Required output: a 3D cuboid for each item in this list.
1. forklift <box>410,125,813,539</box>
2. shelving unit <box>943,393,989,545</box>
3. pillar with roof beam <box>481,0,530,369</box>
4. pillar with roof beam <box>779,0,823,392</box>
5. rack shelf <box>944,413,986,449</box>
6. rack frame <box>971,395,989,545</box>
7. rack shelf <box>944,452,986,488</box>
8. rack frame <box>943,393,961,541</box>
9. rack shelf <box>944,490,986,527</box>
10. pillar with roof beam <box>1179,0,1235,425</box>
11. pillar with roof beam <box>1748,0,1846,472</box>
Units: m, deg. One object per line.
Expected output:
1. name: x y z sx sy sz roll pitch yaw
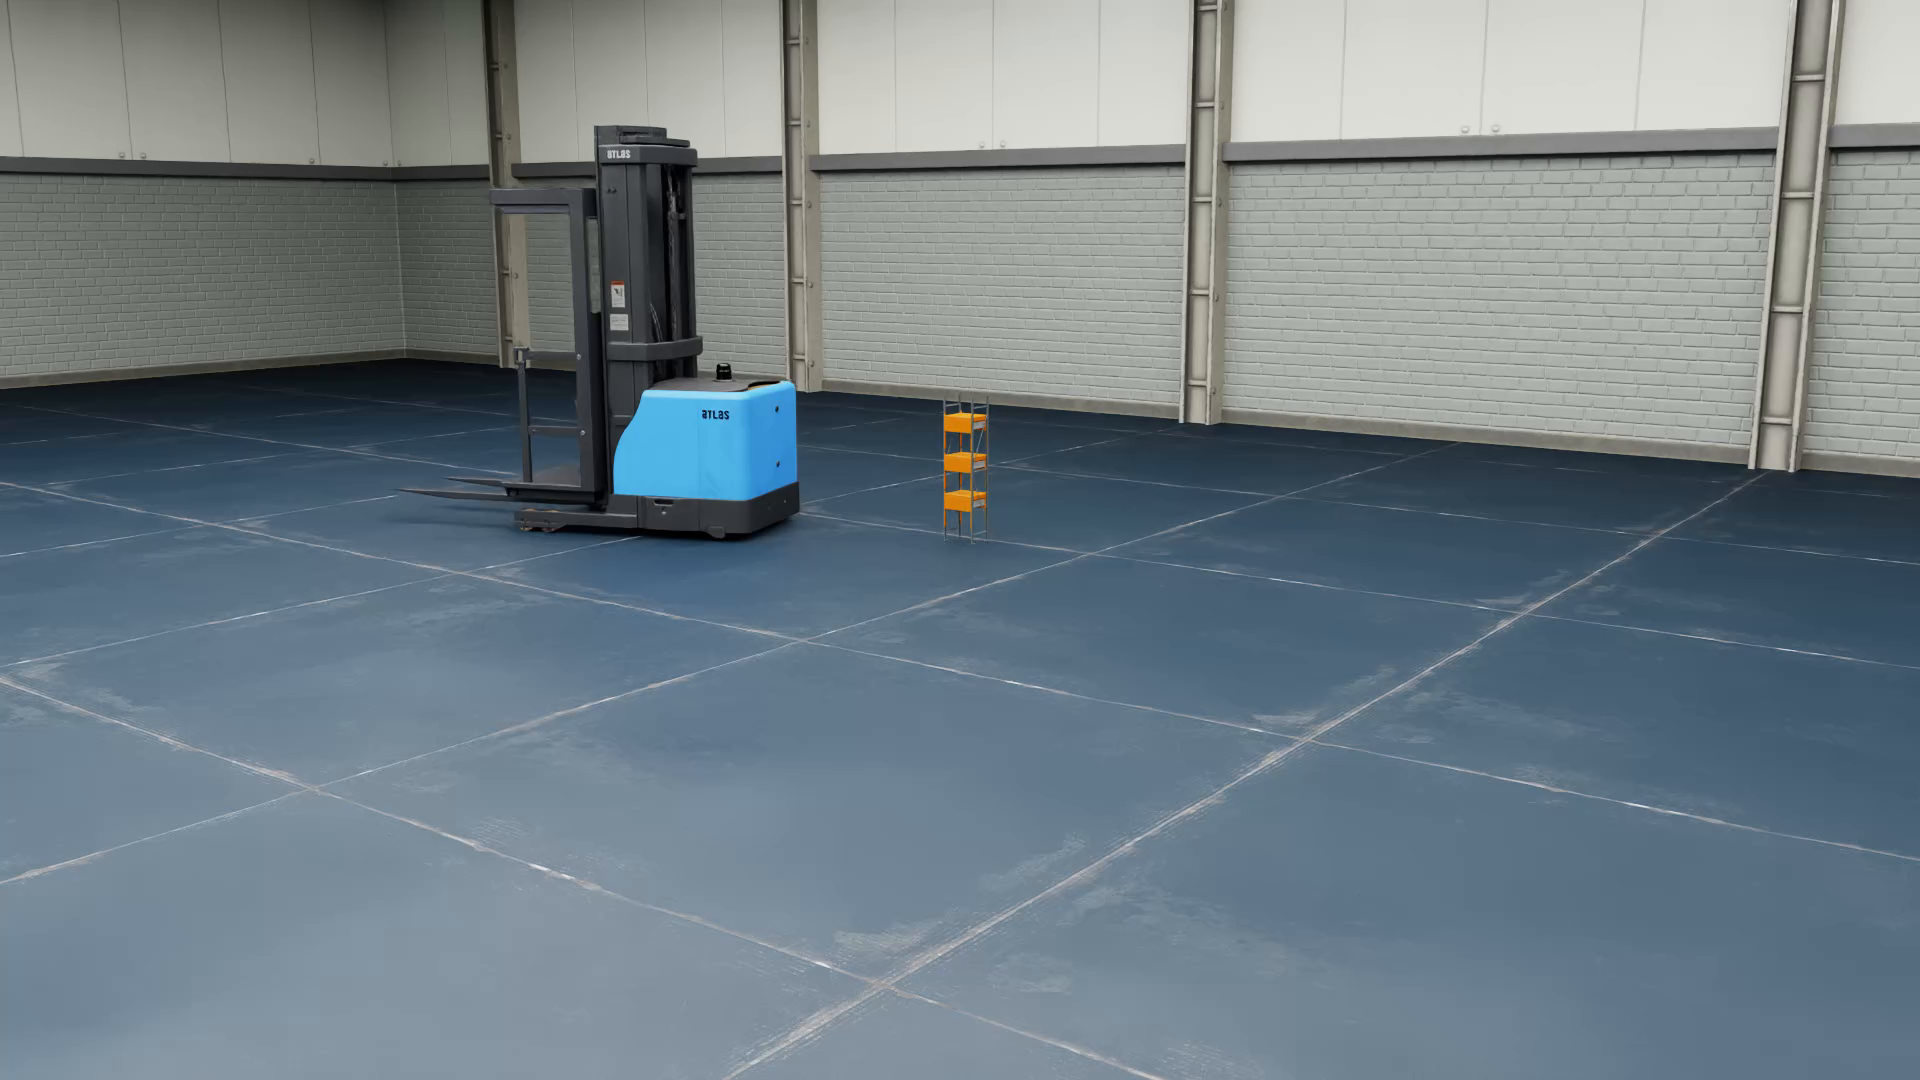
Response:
1. forklift: -2.703 -1.582 12.488 3.031 2.935 1.130 3 11 17
2. shelving unit: 0.043 -0.509 11.899 0.252 1.050 0.215 8 13 36
3. pillar with roof beam: -9.478 -6.449 21.673 0.400 9.000 9.100 8 13 36
4. pillar with roof beam: -4.642 -5.775 18.186 0.400 9.000 9.100 8 13 36
5. rack shelf: 0.043 -0.778 11.847 0.240 0.259 0.215 8 13 36
6. rack frame: 0.141 -0.496 11.828 0.008 1.050 0.200 8 13 36
7. rack shelf: 0.043 -0.499 11.901 0.240 0.259 0.215 8 13 36
8. rack frame: -0.055 -0.523 11.970 0.008 1.050 0.200 8 13 36
9. rack shelf: 0.043 -0.226 11.954 0.240 0.259 0.215 8 13 36
10. pillar with roof beam: 0.194 -5.100 14.700 0.400 9.000 9.100 8 13 36
11. pillar with roof beam: 5.030 -4.425 11.213 0.400 9.000 9.100 8 13 36
